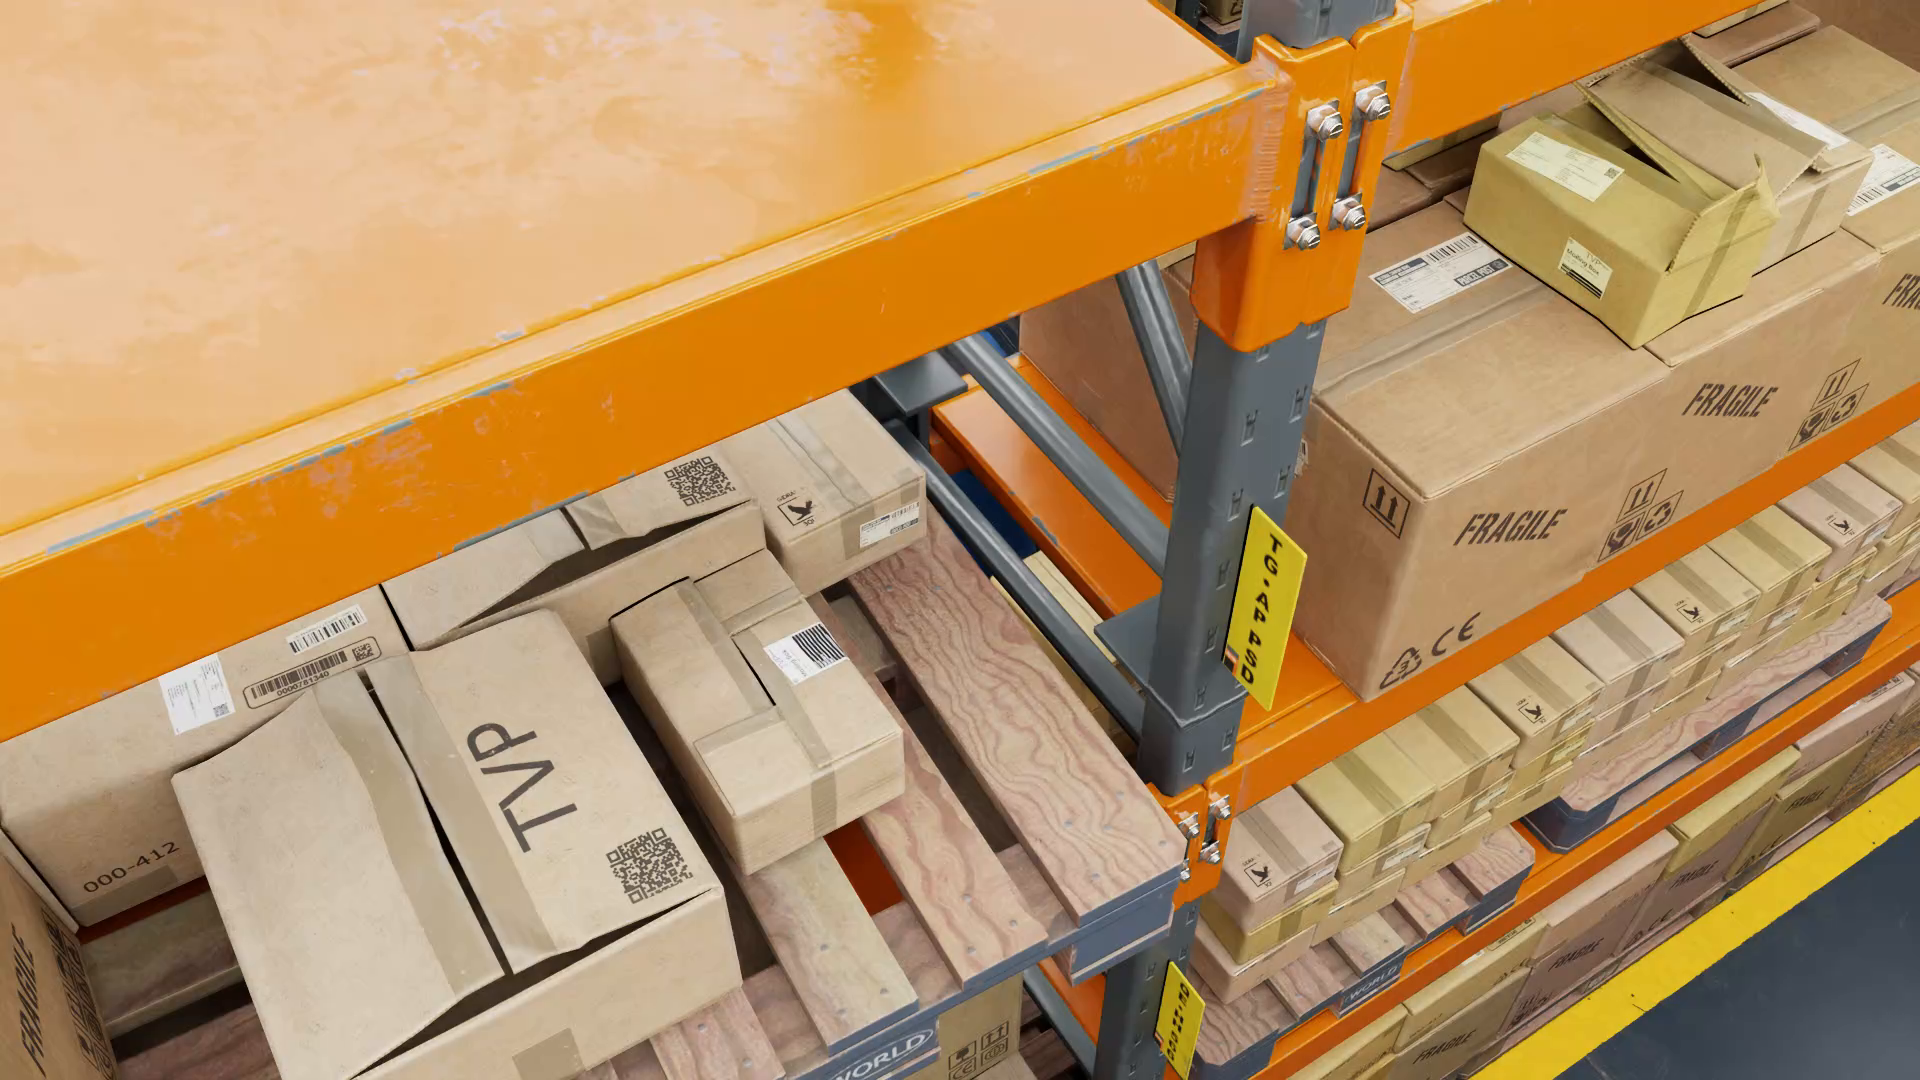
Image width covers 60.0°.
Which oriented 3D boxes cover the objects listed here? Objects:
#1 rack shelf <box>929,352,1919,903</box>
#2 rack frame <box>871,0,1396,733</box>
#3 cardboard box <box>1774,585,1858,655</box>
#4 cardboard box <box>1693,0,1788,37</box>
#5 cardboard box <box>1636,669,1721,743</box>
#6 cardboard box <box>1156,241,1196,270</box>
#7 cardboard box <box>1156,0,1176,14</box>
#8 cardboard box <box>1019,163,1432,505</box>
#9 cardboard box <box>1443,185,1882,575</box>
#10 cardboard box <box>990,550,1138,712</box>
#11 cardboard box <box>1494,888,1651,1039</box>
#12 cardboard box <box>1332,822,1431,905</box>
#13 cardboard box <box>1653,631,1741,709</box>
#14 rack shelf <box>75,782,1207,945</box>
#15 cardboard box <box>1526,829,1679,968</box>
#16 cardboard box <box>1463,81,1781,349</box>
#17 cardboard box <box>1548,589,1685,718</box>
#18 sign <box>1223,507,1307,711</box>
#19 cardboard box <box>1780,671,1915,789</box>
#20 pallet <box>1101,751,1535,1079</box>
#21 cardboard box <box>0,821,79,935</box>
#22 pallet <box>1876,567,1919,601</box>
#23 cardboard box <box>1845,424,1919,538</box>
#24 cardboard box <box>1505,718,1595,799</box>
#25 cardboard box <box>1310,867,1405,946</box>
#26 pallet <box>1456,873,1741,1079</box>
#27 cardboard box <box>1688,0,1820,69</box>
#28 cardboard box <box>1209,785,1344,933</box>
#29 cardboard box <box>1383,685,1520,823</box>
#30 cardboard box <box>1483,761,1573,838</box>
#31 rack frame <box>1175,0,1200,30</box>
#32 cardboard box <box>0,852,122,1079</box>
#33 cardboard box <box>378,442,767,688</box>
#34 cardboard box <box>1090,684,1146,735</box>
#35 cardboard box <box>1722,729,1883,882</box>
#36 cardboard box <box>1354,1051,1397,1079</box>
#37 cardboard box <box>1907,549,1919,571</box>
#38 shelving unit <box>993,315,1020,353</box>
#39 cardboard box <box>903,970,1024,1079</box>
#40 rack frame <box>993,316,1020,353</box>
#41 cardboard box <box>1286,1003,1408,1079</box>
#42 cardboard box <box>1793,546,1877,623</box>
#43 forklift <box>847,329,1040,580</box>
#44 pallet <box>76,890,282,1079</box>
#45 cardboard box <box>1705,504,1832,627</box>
[{"bbox_3d":[1.801,-0.617,3.709,4.000,0.370,1.077,-25,53,-21],"label":"rack shelf"},{"bbox_3d":[0.110,-1.057,1.610,0.127,3.000,1.000,-25,53,-21],"label":"rack frame"},{"bbox_3d":[2.162,0.093,4.491,0.250,0.149,0.380,-23,52,-19],"label":"cardboard box"},{"bbox_3d":[1.390,-1.198,3.165,0.258,0.266,0.396,-25,53,-21],"label":"cardboard box"},{"bbox_3d":[1.716,0.302,4.305,0.250,0.149,0.380,-25,53,-20],"label":"cardboard box"},{"bbox_3d":[0.313,-0.672,2.697,0.258,0.266,0.396,-25,53,-21],"label":"cardboard box"},{"bbox_3d":[0.401,-2.994,8.494,0.875,0.875,1.225,-25,53,-21],"label":"cardboard box"},{"bbox_3d":[0.457,-0.480,3.039,0.500,0.500,0.500,-25,53,-21],"label":"cardboard box"},{"bbox_3d":[1.154,-0.355,2.928,0.500,0.500,0.500,-25,53,-21],"label":"cardboard box"},{"bbox_3d":[0.279,0.200,3.997,0.250,0.149,0.380,-27,54,-22],"label":"cardboard box"},{"bbox_3d":[1.699,1.100,5.100,0.500,0.500,0.500,-26,53,-22],"label":"cardboard box"},{"bbox_3d":[0.854,0.608,3.833,0.250,0.149,0.380,-23,52,-19],"label":"cardboard box"},{"bbox_3d":[1.714,0.204,4.193,0.250,0.149,0.380,-26,53,-21],"label":"cardboard box"},{"bbox_3d":[-1.582,0.977,2.290,4.000,0.370,1.077,-25,53,-21],"label":"rack shelf"},{"bbox_3d":[1.676,0.868,4.804,0.500,0.250,0.500,-25,53,-21],"label":"cardboard box"},{"bbox_3d":[1.035,-0.539,2.579,0.258,0.266,0.396,-25,53,-21],"label":"cardboard box"},{"bbox_3d":[1.492,0.205,3.993,0.250,0.149,0.380,-23,52,-19],"label":"cardboard box"},{"bbox_3d":[0.399,0.097,2.193,0.005,0.325,0.100,-25,53,-21],"label":"sign"},{"bbox_3d":[2.556,0.440,5.185,0.500,0.250,0.500,-23,52,-19],"label":"cardboard box"},{"bbox_3d":[0.655,0.651,4.235,1.003,0.211,1.213,-25,53,-21],"label":"pallet"},{"bbox_3d":[-1.478,0.352,2.077,0.500,0.311,0.500,-26,53,-21],"label":"cardboard box"},{"bbox_3d":[2.768,-0.379,5.153,1.213,0.211,1.003,-25,53,-21],"label":"pallet"},{"bbox_3d":[2.379,-0.216,4.368,0.250,0.149,0.380,-27,54,-22],"label":"cardboard box"},{"bbox_3d":[1.291,0.399,4.019,0.250,0.149,0.380,-25,53,-21],"label":"cardboard box"},{"bbox_3d":[0.823,0.725,3.928,0.250,0.149,0.380,-23,52,-19],"label":"cardboard box"},{"bbox_3d":[1.802,1.072,5.599,1.213,0.211,1.003,-25,53,-21],"label":"pallet"},{"bbox_3d":[1.298,-0.884,3.399,0.500,0.500,0.500,-25,53,-21],"label":"cardboard box"},{"bbox_3d":[0.607,0.621,3.622,0.250,0.149,0.380,-25,53,-21],"label":"cardboard box"},{"bbox_3d":[1.039,0.419,3.802,0.250,0.149,0.380,-25,53,-21],"label":"cardboard box"},{"bbox_3d":[1.278,0.509,4.121,0.250,0.149,0.380,-23,52,-19],"label":"cardboard box"},{"bbox_3d":[0.931,-3.828,8.096,0.127,3.000,1.000,-25,53,-21],"label":"rack frame"},{"bbox_3d":[-1.211,0.604,1.725,0.500,0.500,0.500,-25,53,-21],"label":"cardboard box"},{"bbox_3d":[-0.620,-0.053,2.437,0.500,0.311,0.500,-25,53,-21],"label":"cardboard box"},{"bbox_3d":[0.284,0.299,4.108,0.250,0.149,0.380,-24,53,-20],"label":"cardboard box"},{"bbox_3d":[2.567,0.695,5.461,0.500,0.500,0.500,-26,53,-22],"label":"cardboard box"},{"bbox_3d":[0.844,1.509,4.735,0.500,0.500,0.500,-27,54,-22],"label":"cardboard box"},{"bbox_3d":[2.619,-0.126,4.686,0.250,0.149,0.380,-28,54,-23],"label":"cardboard box"},{"bbox_3d":[0.355,-0.834,6.032,0.503,2.100,0.431,-21,52,-18],"label":"shelving unit"},{"bbox_3d":[-0.275,0.745,3.286,0.500,0.500,0.700,-25,53,-21],"label":"cardboard box"},{"bbox_3d":[0.137,-0.751,5.958,0.015,2.100,0.400,-21,52,-18],"label":"rack frame"},{"bbox_3d":[0.822,1.259,4.456,0.500,0.250,0.500,-27,54,-22],"label":"cardboard box"},{"bbox_3d":[2.148,0.001,4.374,0.250,0.149,0.380,-25,53,-21],"label":"cardboard box"},{"bbox_3d":[-1.250,-0.544,5.217,3.031,2.935,1.130,-21,52,-18],"label":"forklift"},{"bbox_3d":[-1.351,0.741,2.144,1.213,0.211,1.003,-23,52,-19],"label":"pallet"},{"bbox_3d":[1.927,0.001,4.174,0.250,0.149,0.380,-26,53,-21],"label":"cardboard box"}]
